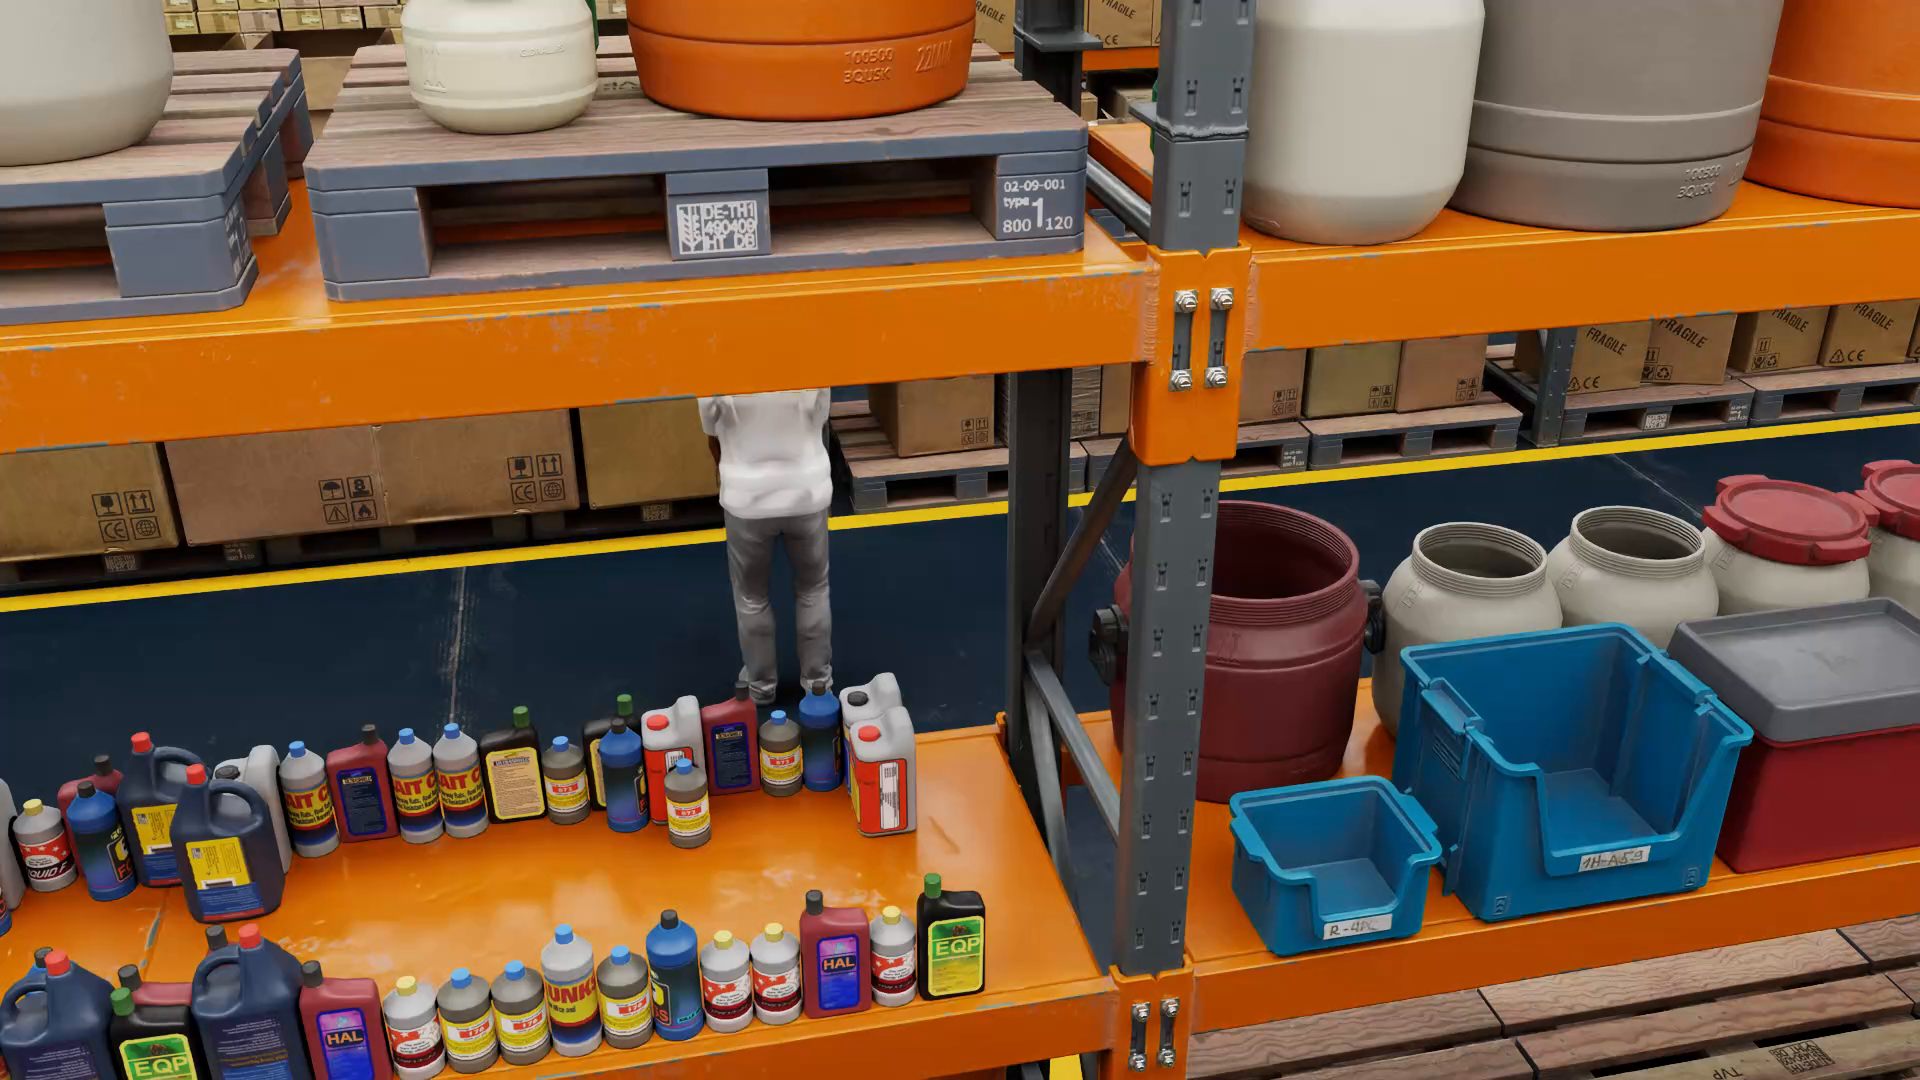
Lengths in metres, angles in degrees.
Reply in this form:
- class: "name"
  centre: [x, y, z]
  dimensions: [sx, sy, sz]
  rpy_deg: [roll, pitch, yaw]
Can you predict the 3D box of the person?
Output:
- class: "person"
  centre: [-0.746, -0.187, 6.478]
  dimensions: [0.505, 1.750, 0.582]
  rpy_deg: [-6, 27, -13]
